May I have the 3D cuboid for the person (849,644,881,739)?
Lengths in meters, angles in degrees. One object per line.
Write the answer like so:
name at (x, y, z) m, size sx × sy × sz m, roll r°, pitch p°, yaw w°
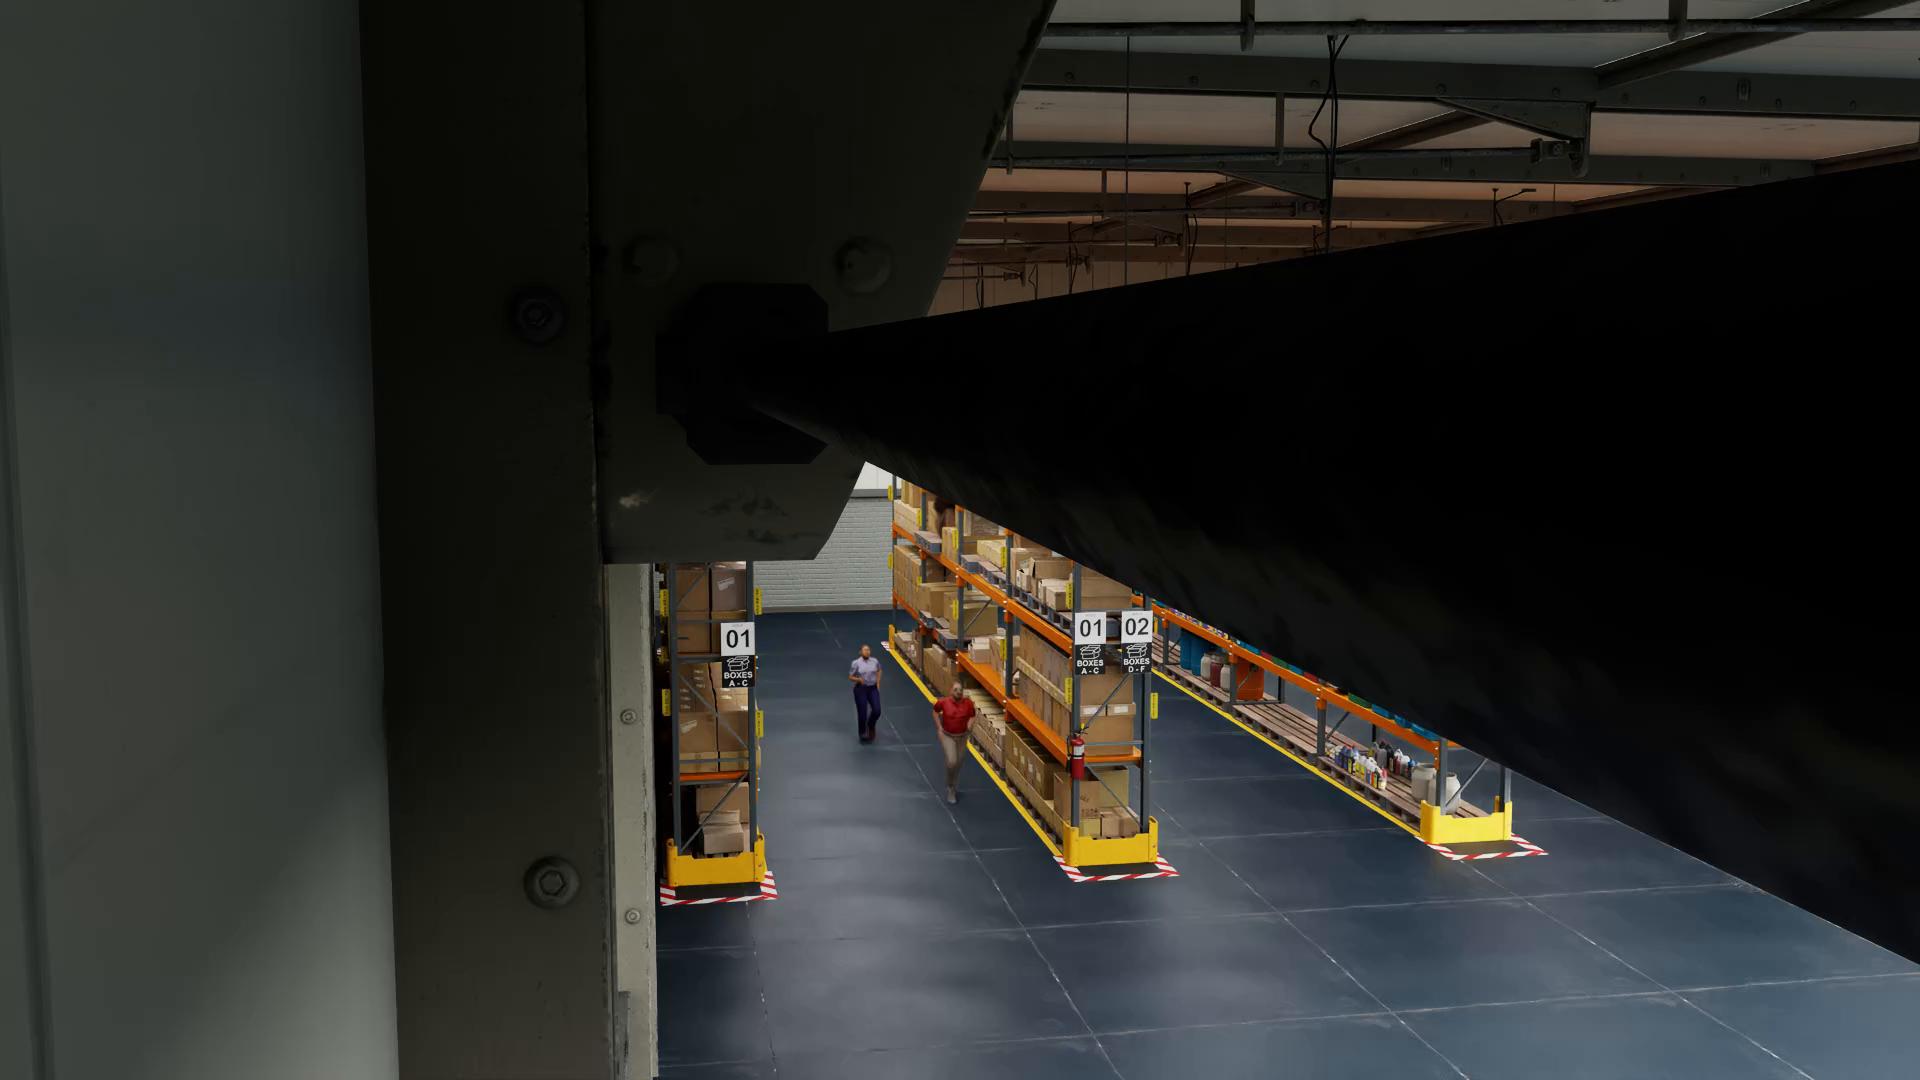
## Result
person at (-1.534, 2.539, 27.647) m, size 0.591 × 1.618 × 0.576 m, roll -2°, pitch 6°, yaw -17°

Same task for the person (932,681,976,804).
person at (-0.060, 2.909, 23.999) m, size 0.570 × 1.777 × 0.849 m, roll -2°, pitch 7°, yaw -20°
